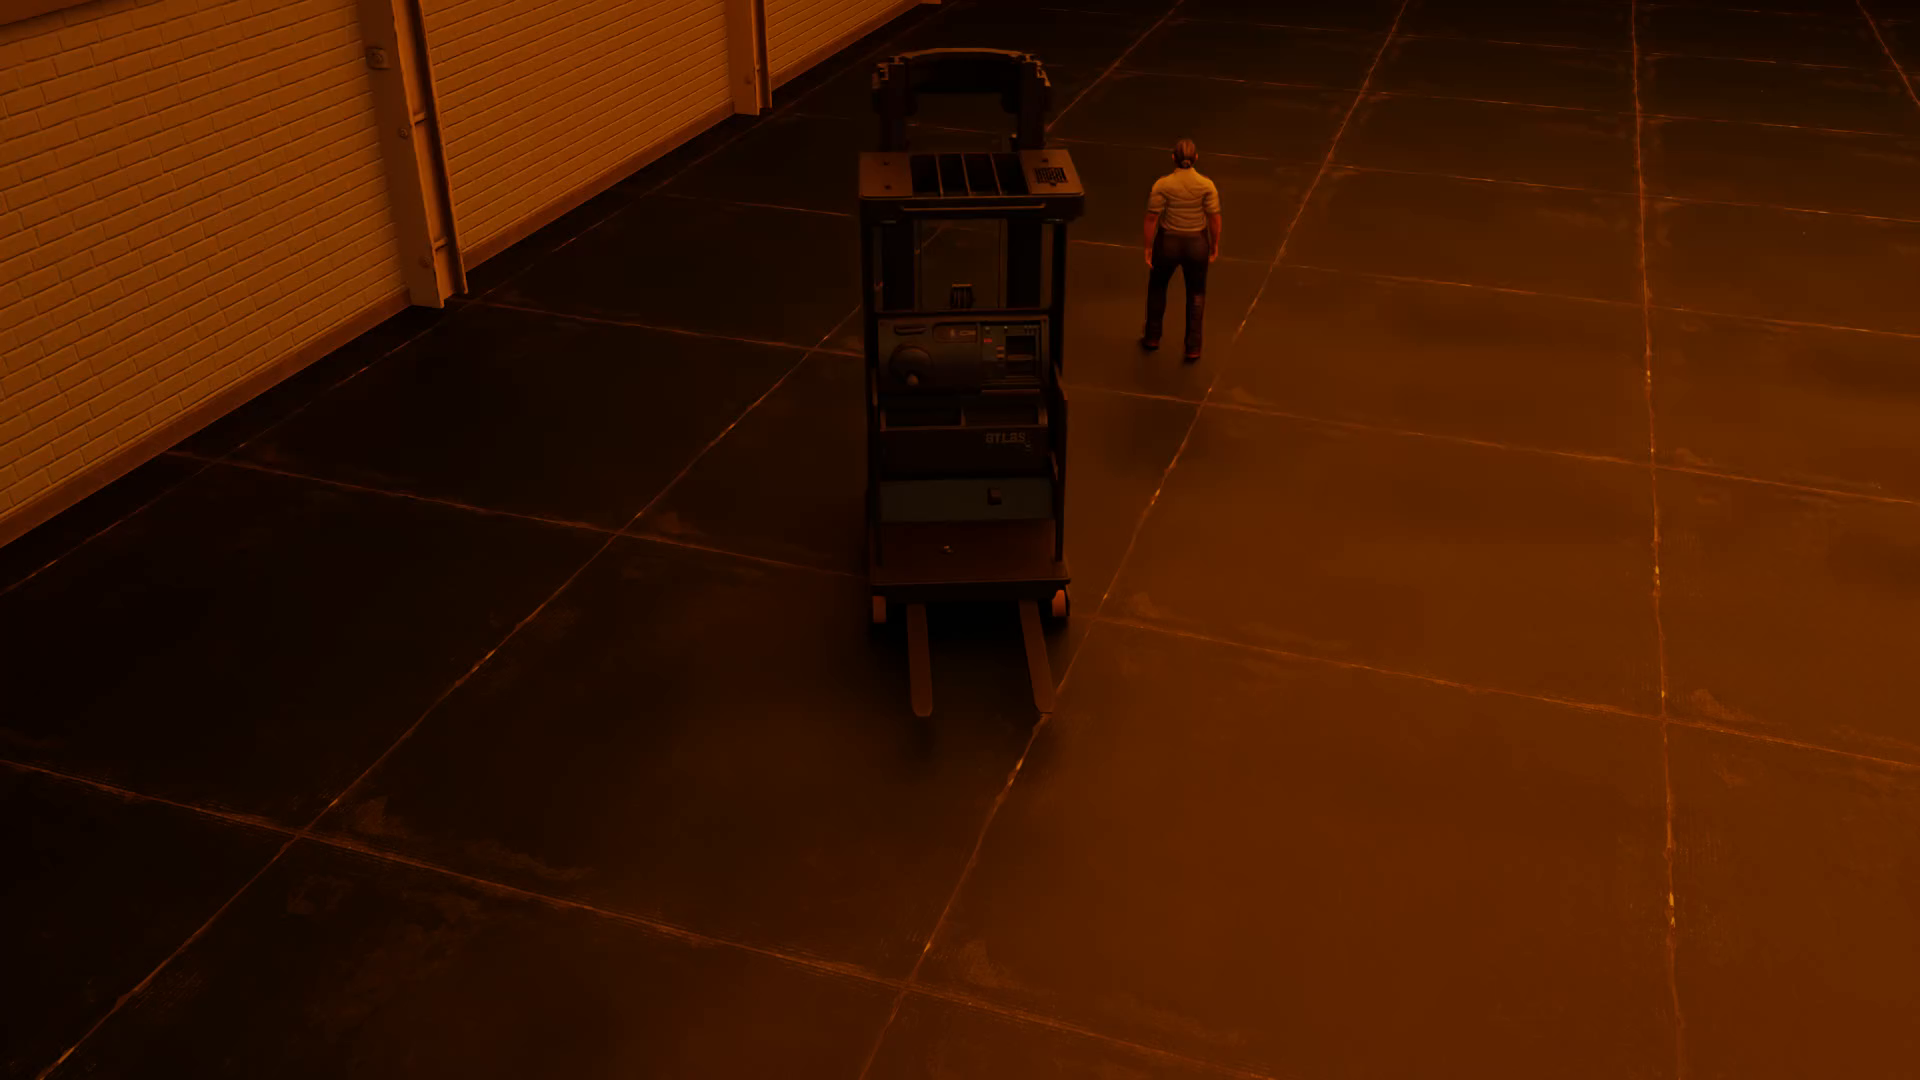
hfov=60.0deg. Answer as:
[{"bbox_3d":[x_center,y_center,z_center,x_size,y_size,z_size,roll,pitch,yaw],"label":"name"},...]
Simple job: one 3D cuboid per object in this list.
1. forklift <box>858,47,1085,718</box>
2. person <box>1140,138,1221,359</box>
[{"bbox_3d":[0.035,-0.972,8.842,1.130,2.935,3.031,-2,30,-3],"label":"forklift"},{"bbox_3d":[1.626,-2.144,12.245,0.556,1.684,0.475,4,30,6],"label":"person"}]
